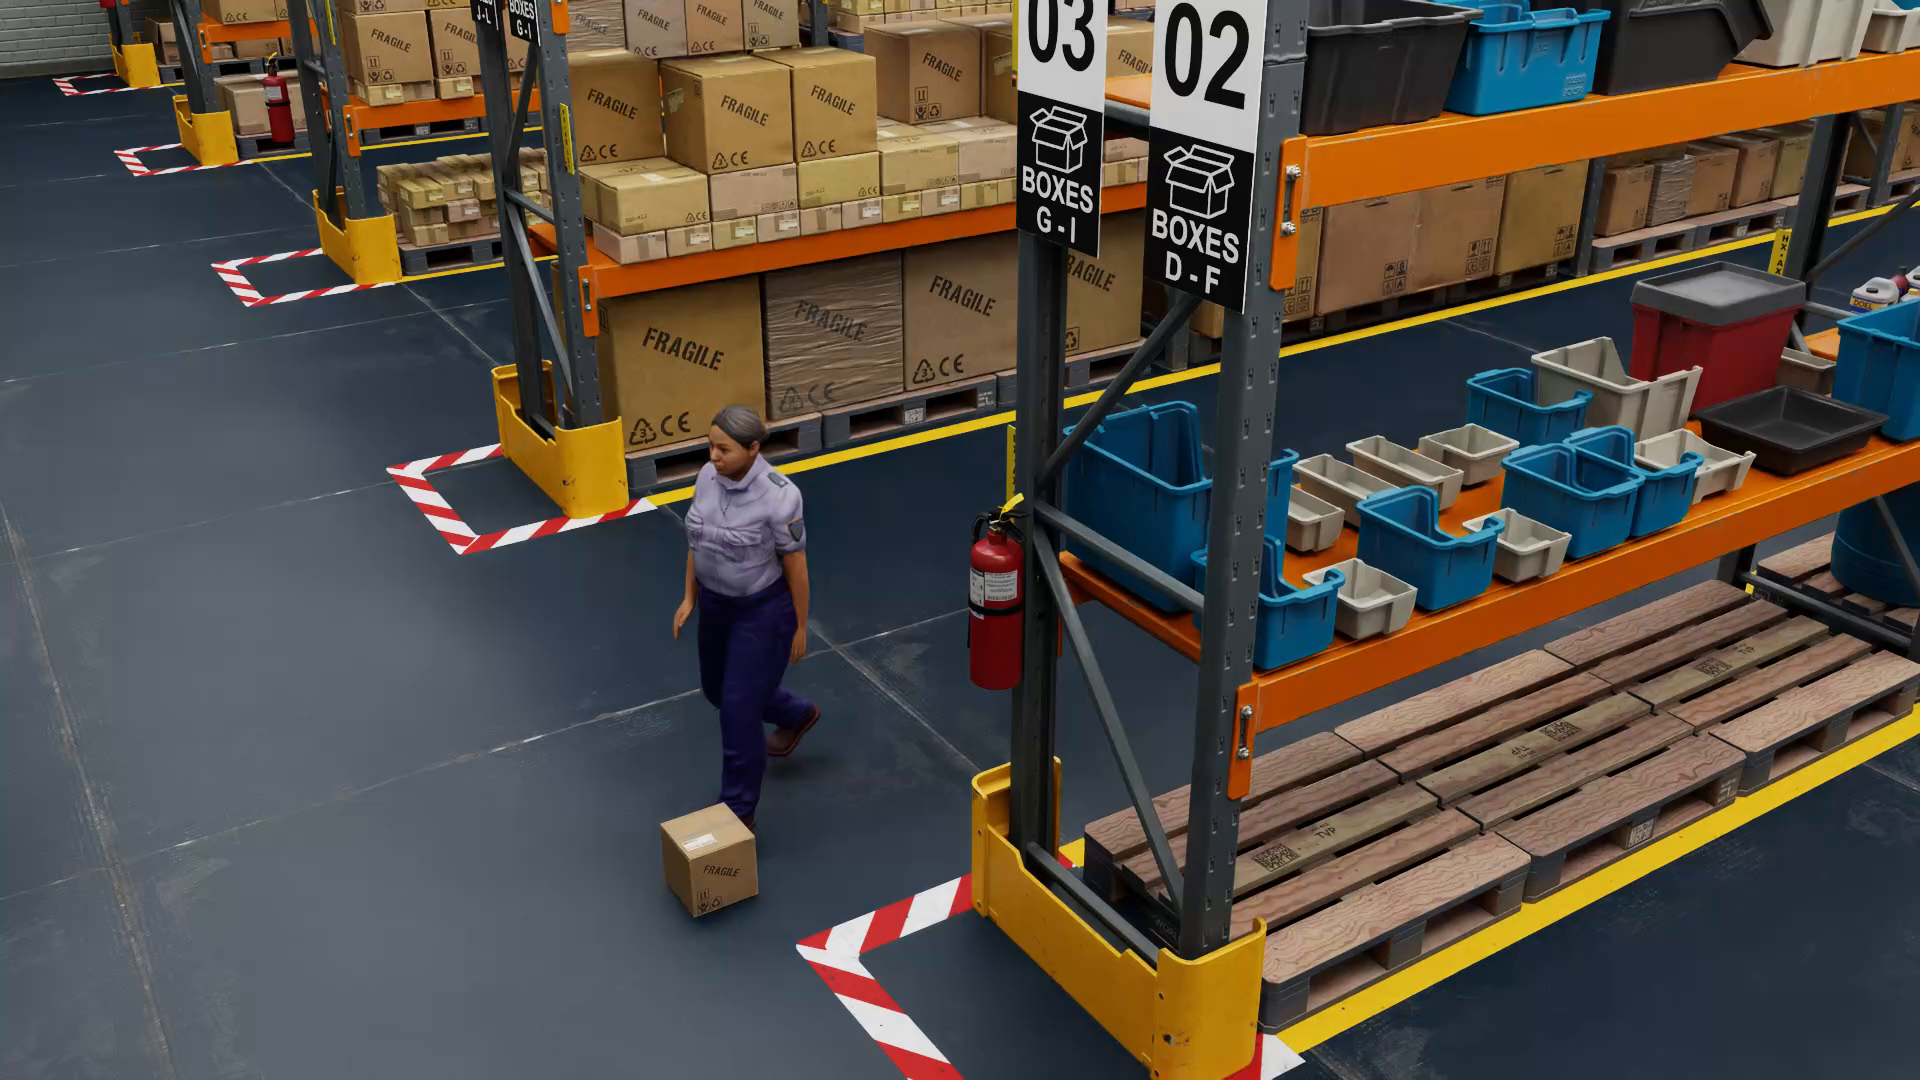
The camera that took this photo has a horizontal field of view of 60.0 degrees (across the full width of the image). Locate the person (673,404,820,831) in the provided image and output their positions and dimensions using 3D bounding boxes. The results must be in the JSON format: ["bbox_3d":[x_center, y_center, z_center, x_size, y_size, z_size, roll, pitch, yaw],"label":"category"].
[{"bbox_3d":[-0.785,0.258,6.058,0.484,1.619,0.837,20,32,35],"label":"person"}]
